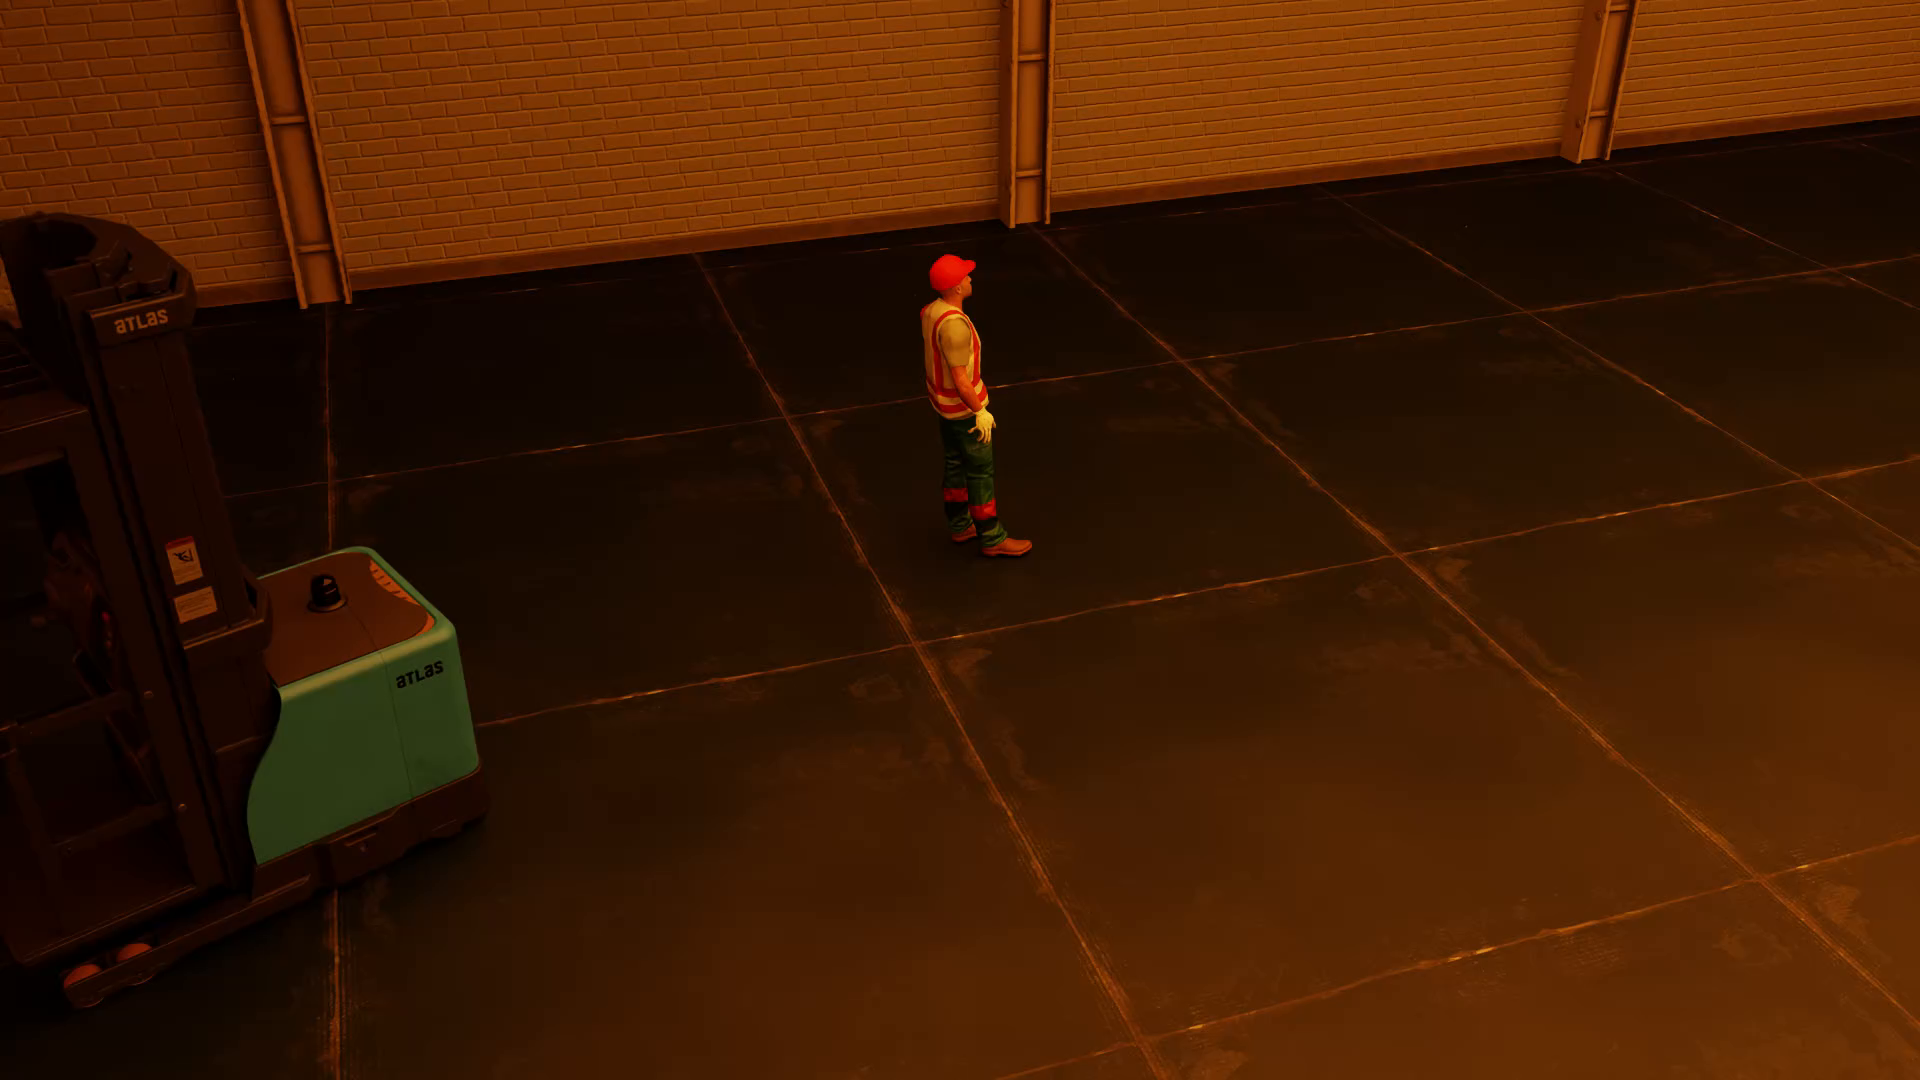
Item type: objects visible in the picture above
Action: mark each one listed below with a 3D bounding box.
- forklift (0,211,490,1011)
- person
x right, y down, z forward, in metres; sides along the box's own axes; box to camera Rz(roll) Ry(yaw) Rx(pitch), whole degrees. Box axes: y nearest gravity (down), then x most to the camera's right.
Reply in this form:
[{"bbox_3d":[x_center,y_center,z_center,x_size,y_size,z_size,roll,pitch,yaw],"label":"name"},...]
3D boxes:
[{"bbox_3d":[-3.640,0.324,6.524,3.031,2.935,1.130,-23,37,-34],"label":"forklift"},{"bbox_3d":[0.080,-0.789,9.588,0.564,1.787,0.637,-10,31,-16],"label":"person"}]
